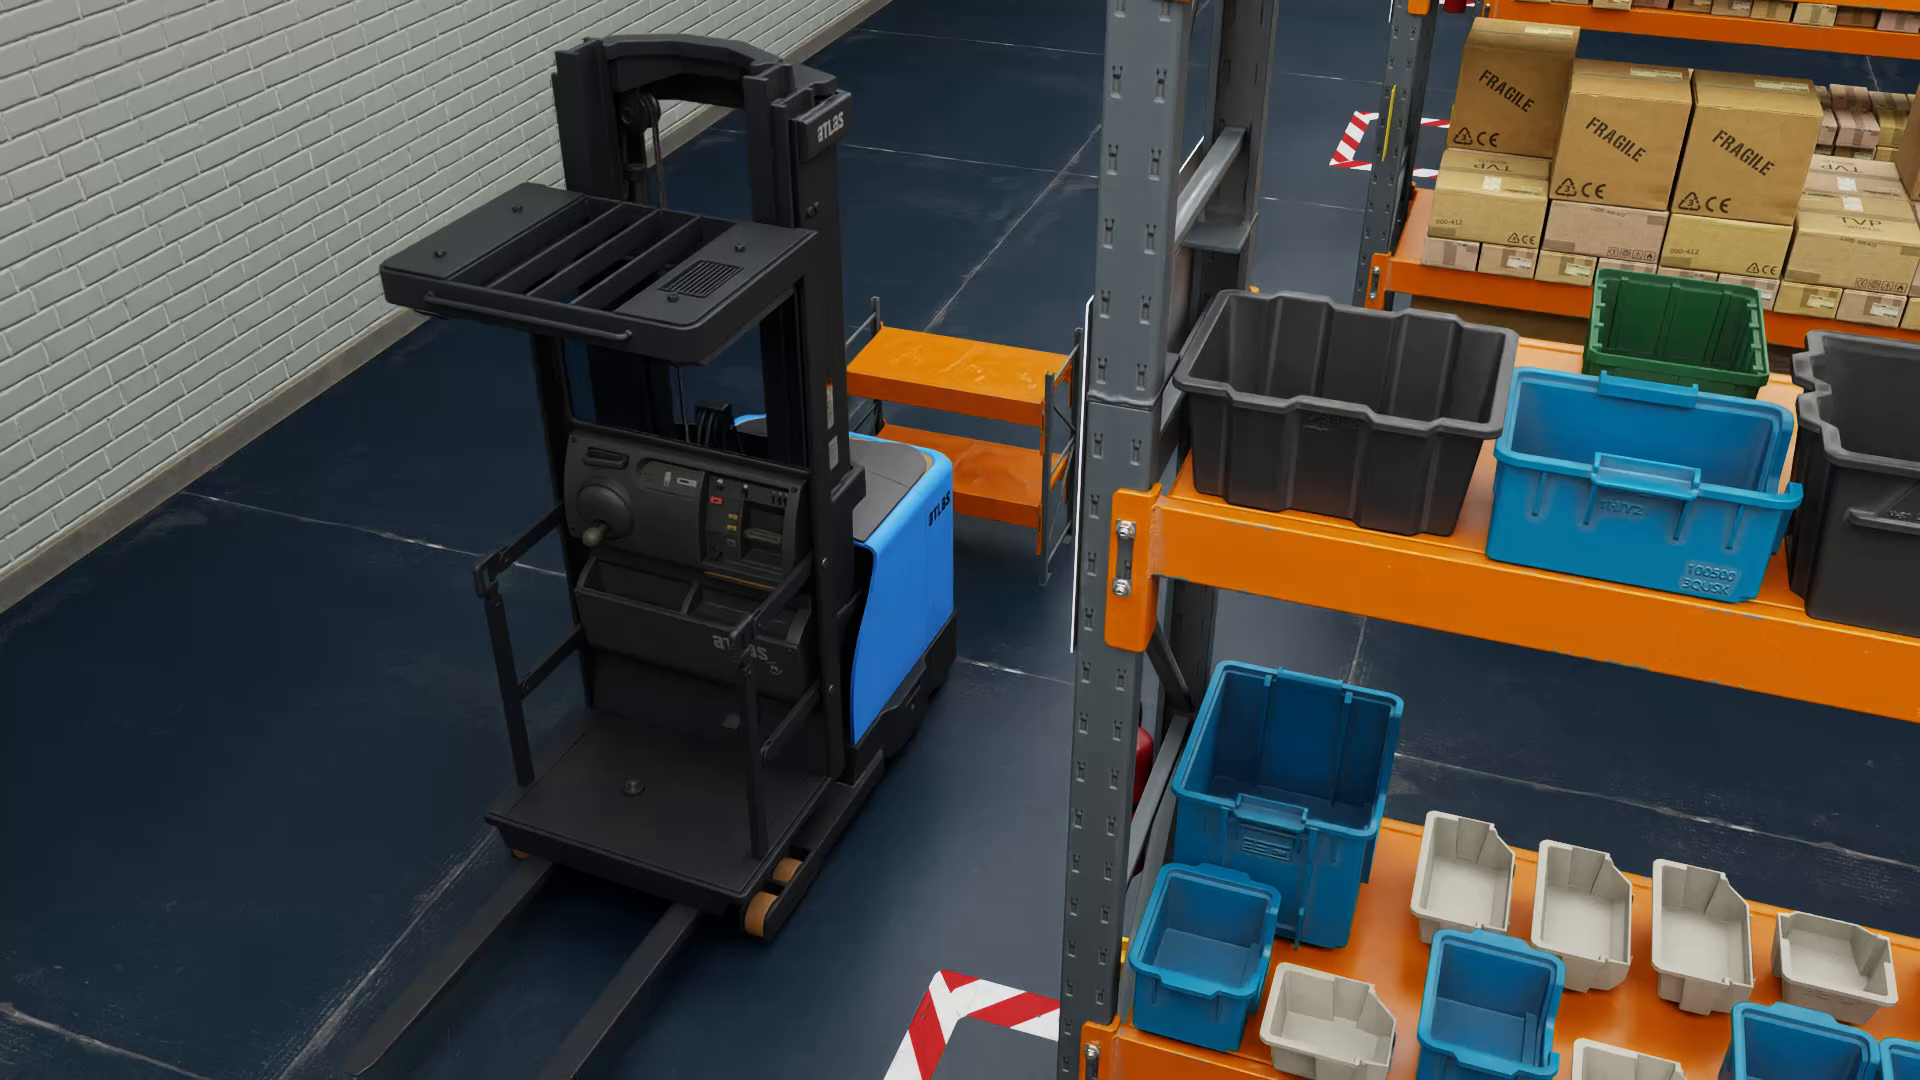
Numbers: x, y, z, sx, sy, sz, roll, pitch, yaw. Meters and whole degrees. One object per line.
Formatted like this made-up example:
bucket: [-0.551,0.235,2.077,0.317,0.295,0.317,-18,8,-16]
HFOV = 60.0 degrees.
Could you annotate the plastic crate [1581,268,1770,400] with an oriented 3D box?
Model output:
plastic crate: [1.491,-0.381,3.504,0.336,0.188,0.450,11,34,16]

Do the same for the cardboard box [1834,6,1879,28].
cardboard box: [6.091,-3.622,11.325,0.250,0.149,0.380,10,34,16]

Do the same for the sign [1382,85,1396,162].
sign: [1.944,-1.888,7.538,0.005,0.325,0.100,11,34,16]

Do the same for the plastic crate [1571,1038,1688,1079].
plastic crate: [1.500,1.280,3.690,0.298,0.136,0.250,11,34,16]

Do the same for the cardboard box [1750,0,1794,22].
cardboard box: [5.586,-3.696,11.440,0.250,0.149,0.380,12,35,18]

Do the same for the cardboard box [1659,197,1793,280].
cardboard box: [3.461,-1.424,7.554,0.500,0.250,0.500,10,34,15]

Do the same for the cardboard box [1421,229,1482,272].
cardboard box: [2.360,-1.434,7.938,0.250,0.149,0.380,11,35,17]

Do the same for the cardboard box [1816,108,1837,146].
cardboard box: [5.996,-2.917,11.696,0.250,0.149,0.380,10,34,15]

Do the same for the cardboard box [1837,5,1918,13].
cardboard box: [6.164,-3.854,11.087,0.500,0.500,0.500,11,34,16]

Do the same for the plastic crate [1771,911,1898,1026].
plastic crate: [2.118,1.042,4.059,0.250,0.136,0.298,11,34,16]

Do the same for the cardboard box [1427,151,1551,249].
cardboard box: [2.498,-1.610,7.841,0.500,0.250,0.500,10,34,15]

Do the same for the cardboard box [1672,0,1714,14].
cardboard box: [5.126,-3.814,11.623,0.250,0.149,0.380,11,34,16]

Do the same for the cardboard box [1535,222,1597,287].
cardboard box: [2.843,-1.341,7.794,0.250,0.149,0.380,10,34,15]

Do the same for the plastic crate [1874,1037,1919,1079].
plastic crate: [2.109,1.310,3.555,0.300,0.233,0.416,11,34,16]

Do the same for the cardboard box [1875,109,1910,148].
cardboard box: [6.540,-2.872,11.625,0.250,0.149,0.380,12,35,18]

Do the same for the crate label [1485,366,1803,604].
crate label: [1.226,-0.108,3.024,0.502,0.251,0.408,11,34,16]

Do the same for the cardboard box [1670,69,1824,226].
cardboard box: [3.458,-1.741,7.354,0.500,0.500,0.500,10,34,15]

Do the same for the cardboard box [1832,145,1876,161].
cardboard box: [6.301,-2.770,11.742,0.250,0.149,0.380,12,35,18]

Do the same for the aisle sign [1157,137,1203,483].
aisle sign: [0.497,-0.499,3.861,0.004,0.787,0.394,11,34,16]

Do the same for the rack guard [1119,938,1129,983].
rack guard: [0.439,1.808,4.989,0.348,0.500,1.175,11,34,16]

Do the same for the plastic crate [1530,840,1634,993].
plastic crate: [1.563,0.959,4.188,0.243,0.136,0.396,11,34,16]

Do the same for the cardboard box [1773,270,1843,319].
cardboard box: [3.808,-1.153,7.503,0.250,0.149,0.380,10,34,15]

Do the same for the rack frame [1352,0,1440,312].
rack frame: [2.137,-1.773,8.231,0.127,3.000,1.000,11,34,16]

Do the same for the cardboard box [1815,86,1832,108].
cardboard box: [6.173,-3.187,12.113,0.250,0.149,0.380,10,34,14]

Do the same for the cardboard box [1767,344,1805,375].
cardboard box: [3.623,-0.814,8.317,0.875,0.875,0.875,11,34,16]

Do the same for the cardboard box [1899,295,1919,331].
cardboard box: [4.295,-1.059,7.357,0.250,0.149,0.380,10,34,16]

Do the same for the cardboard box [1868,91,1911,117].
cardboard box: [6.669,-3.091,11.964,0.250,0.149,0.380,10,34,15]

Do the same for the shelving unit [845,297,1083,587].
shelving unit: [-0.006,-0.474,7.947,1.048,1.125,0.538,11,34,16]

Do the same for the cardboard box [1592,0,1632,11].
cardboard box: [4.589,-3.853,11.684,0.250,0.149,0.380,10,34,15]

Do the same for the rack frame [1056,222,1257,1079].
rack frame: [0.466,0.756,4.314,0.127,3.000,1.000,11,34,16]

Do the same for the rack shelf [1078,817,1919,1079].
rack shelf: [2.349,1.424,3.942,4.000,0.370,1.077,11,34,16]

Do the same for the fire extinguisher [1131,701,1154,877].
fire extinguisher: [0.477,0.685,4.838,0.183,0.674,0.296,11,34,16]

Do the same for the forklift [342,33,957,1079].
forklift: [-1.055,-0.055,5.633,1.130,2.935,3.031,13,35,19]

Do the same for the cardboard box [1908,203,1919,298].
cardboard box: [4.430,-1.237,7.264,0.500,0.250,0.500,12,35,17]

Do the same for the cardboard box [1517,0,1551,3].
cardboard box: [4.100,-3.955,11.842,0.250,0.149,0.380,11,34,16]

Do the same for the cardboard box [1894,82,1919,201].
cardboard box: [4.586,-1.823,7.481,0.500,0.500,0.500,10,34,15]

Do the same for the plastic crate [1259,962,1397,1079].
plastic crate: [0.861,1.156,3.882,0.298,0.136,0.250,11,34,16]

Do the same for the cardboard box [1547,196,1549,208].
cardboard box: [3.160,-1.789,8.119,0.500,0.250,0.500,10,34,16]

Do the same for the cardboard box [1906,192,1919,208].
cardboard box: [4.593,-1.508,7.685,0.500,0.250,0.500,12,35,18]

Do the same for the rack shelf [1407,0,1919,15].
rack shelf: [4.020,-2.365,7.046,4.000,0.370,1.077,11,34,16]

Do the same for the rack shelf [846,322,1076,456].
rack shelf: [-0.006,-0.720,7.788,1.000,0.278,0.538,11,34,16]

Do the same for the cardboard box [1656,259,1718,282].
cardboard box: [3.328,-1.247,7.648,0.250,0.149,0.380,10,34,16]

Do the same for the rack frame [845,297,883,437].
rack frame: [-0.485,-0.567,8.091,0.032,1.125,0.500,11,34,16]
